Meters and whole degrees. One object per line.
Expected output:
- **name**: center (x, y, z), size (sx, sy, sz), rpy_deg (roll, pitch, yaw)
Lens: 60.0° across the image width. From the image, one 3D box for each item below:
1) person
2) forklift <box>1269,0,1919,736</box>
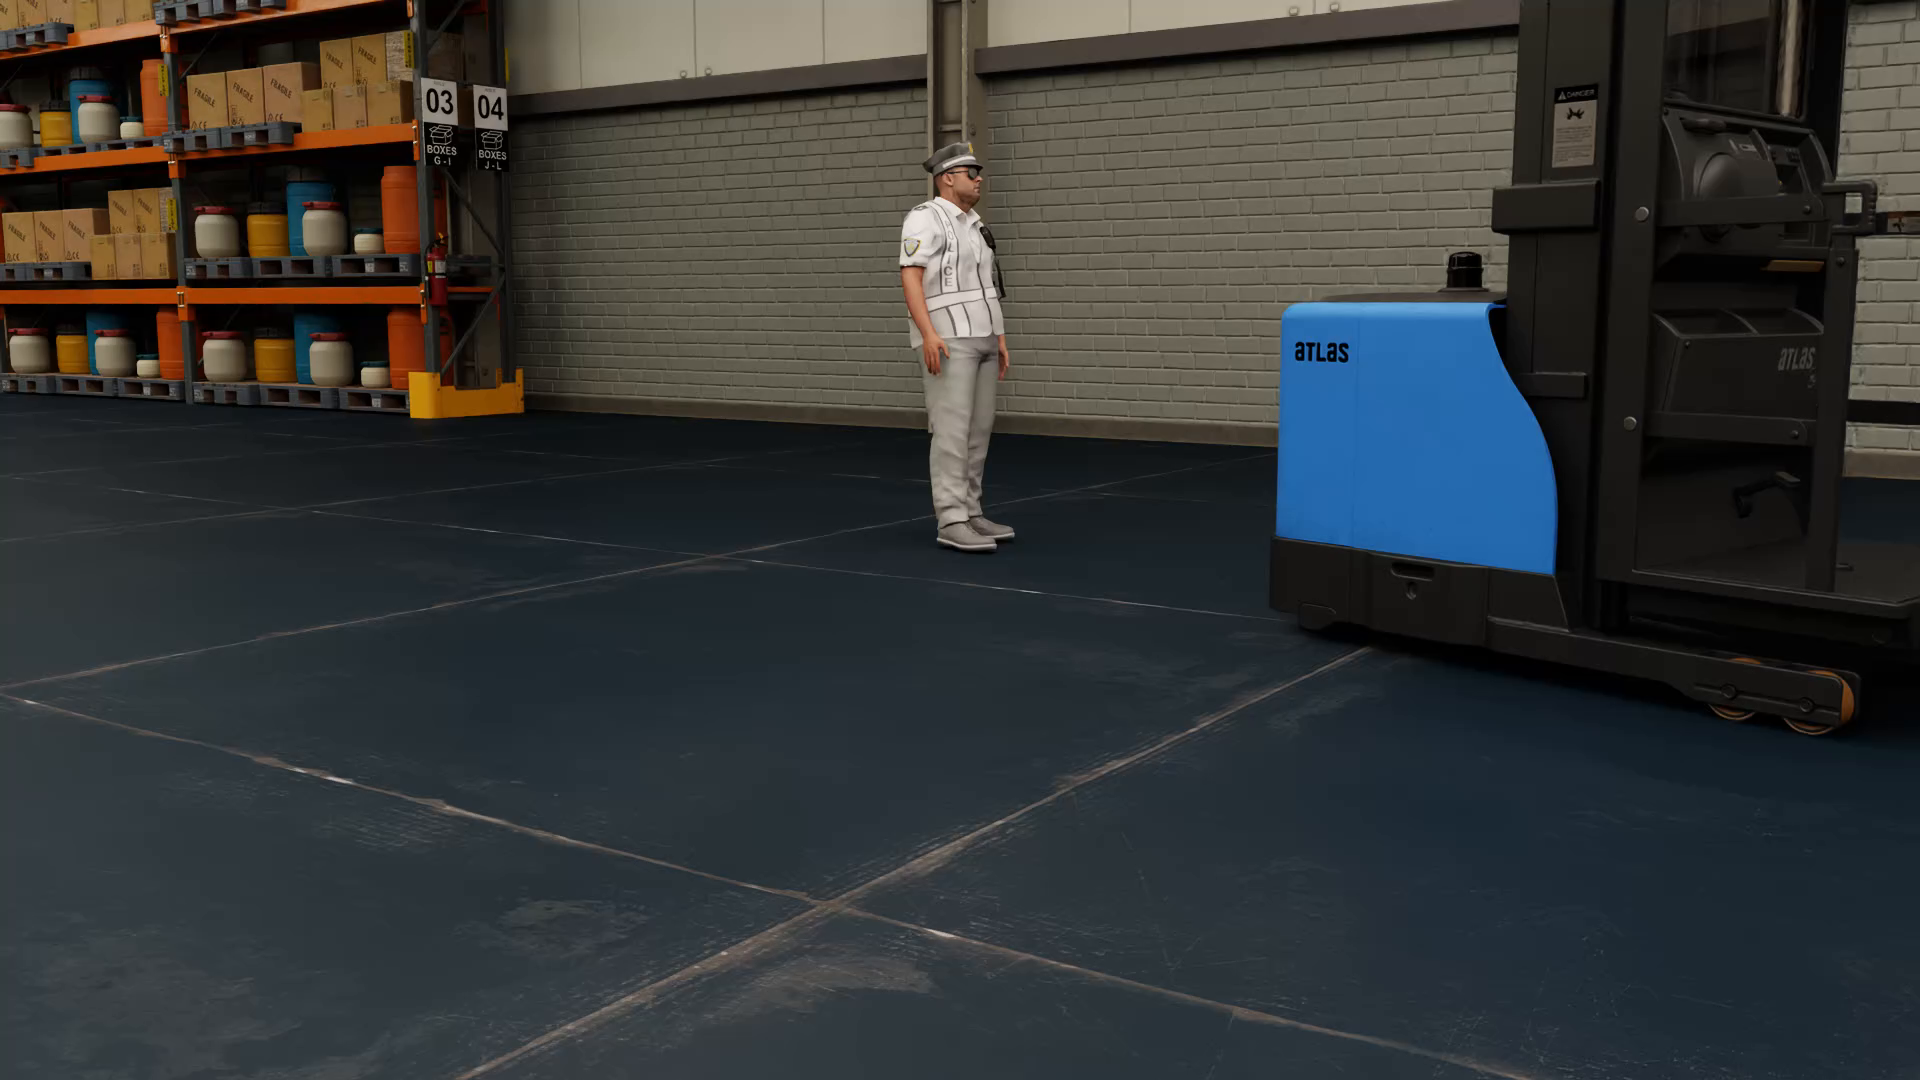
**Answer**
- **person**: center (0.057, -0.882, 7.424), size (0.575, 1.781, 0.640), rpy_deg (5, 10, 34)
- **forklift**: center (2.355, -1.041, 4.511), size (1.130, 2.935, 3.031), rpy_deg (-7, 10, -39)
